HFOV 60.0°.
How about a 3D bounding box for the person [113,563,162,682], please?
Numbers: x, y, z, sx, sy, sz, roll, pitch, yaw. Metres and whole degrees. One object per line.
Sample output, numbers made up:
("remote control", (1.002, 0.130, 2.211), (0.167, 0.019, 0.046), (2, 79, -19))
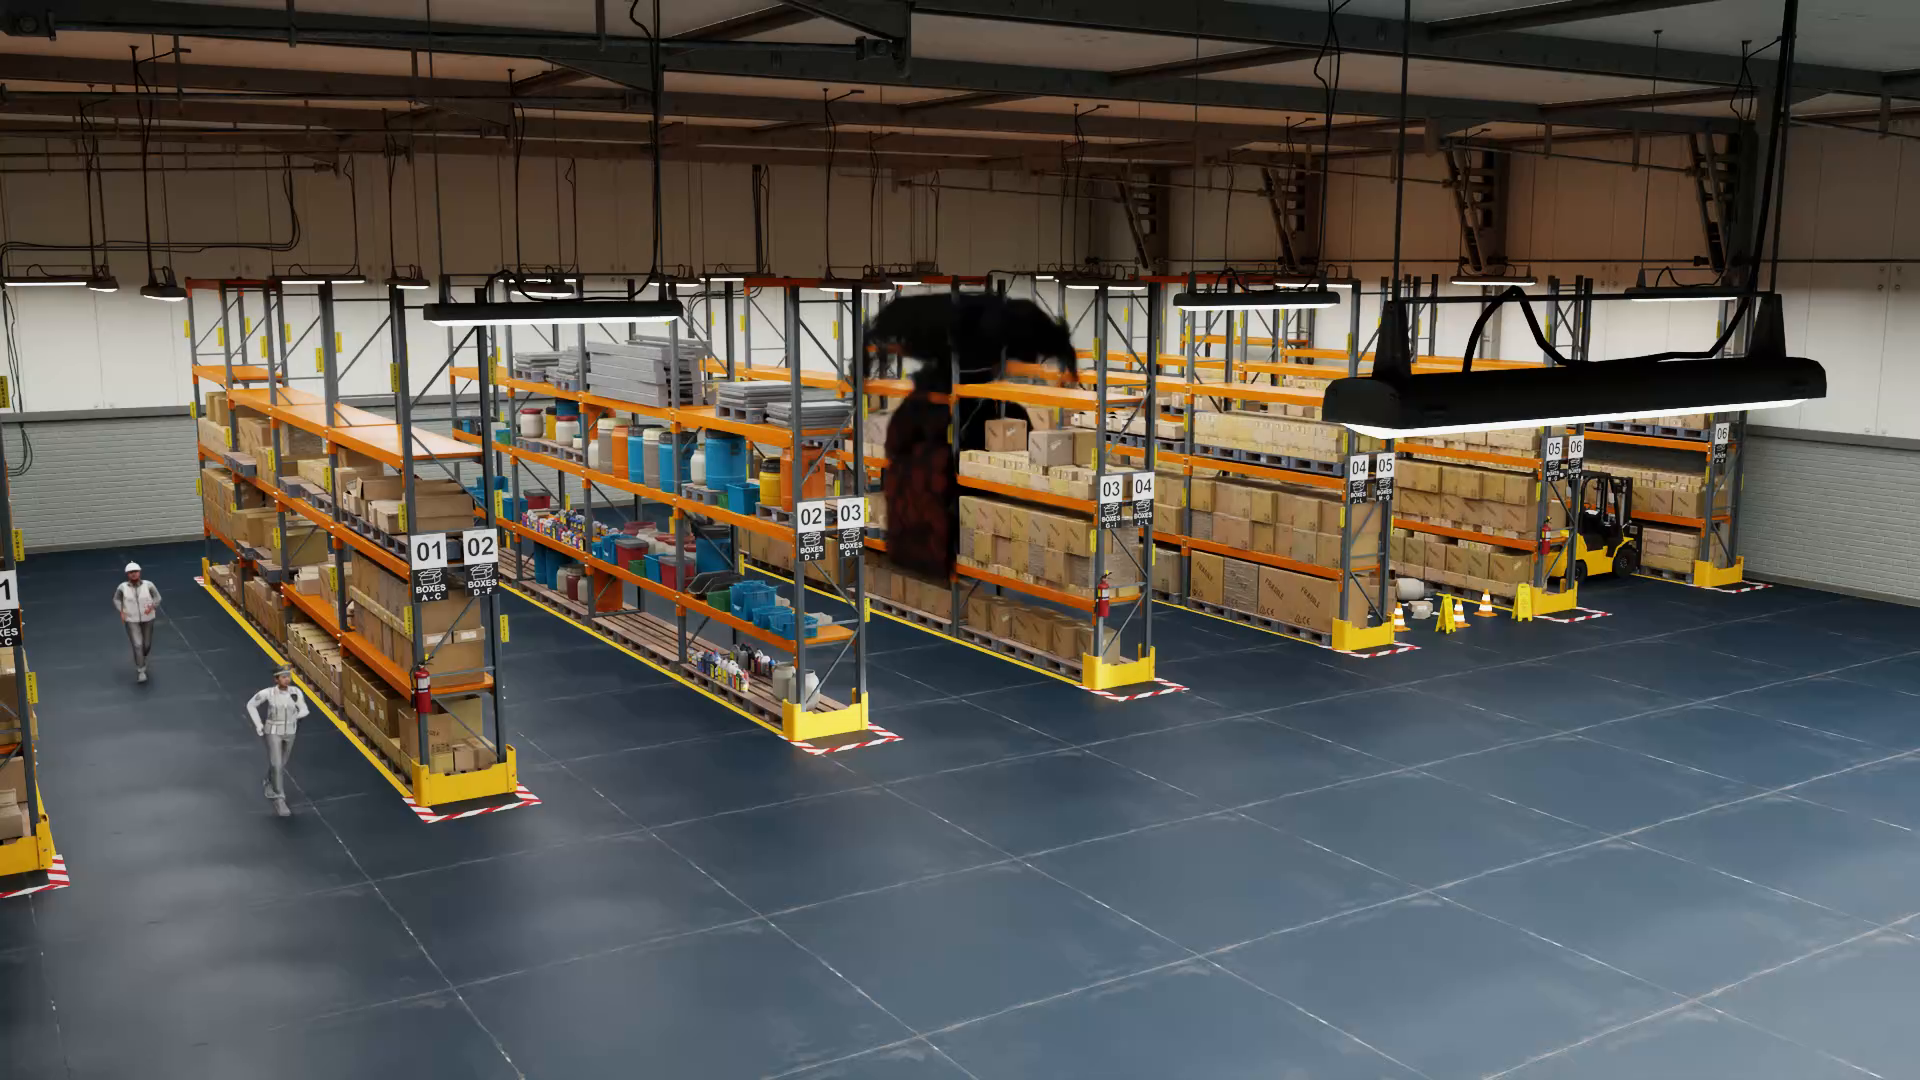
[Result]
("person", (-12.507, 1.208, 25.348), (0.655, 1.771, 0.882), (-6, 11, -31))

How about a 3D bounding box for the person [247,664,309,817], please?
("person", (-7.893, 2.267, 19.366), (0.627, 1.685, 0.932), (-9, 13, -43))

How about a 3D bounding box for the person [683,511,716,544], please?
("person", (-4.801, 0.048, 30.982), (0.662, 1.716, 0.799), (-8, 13, -40))
